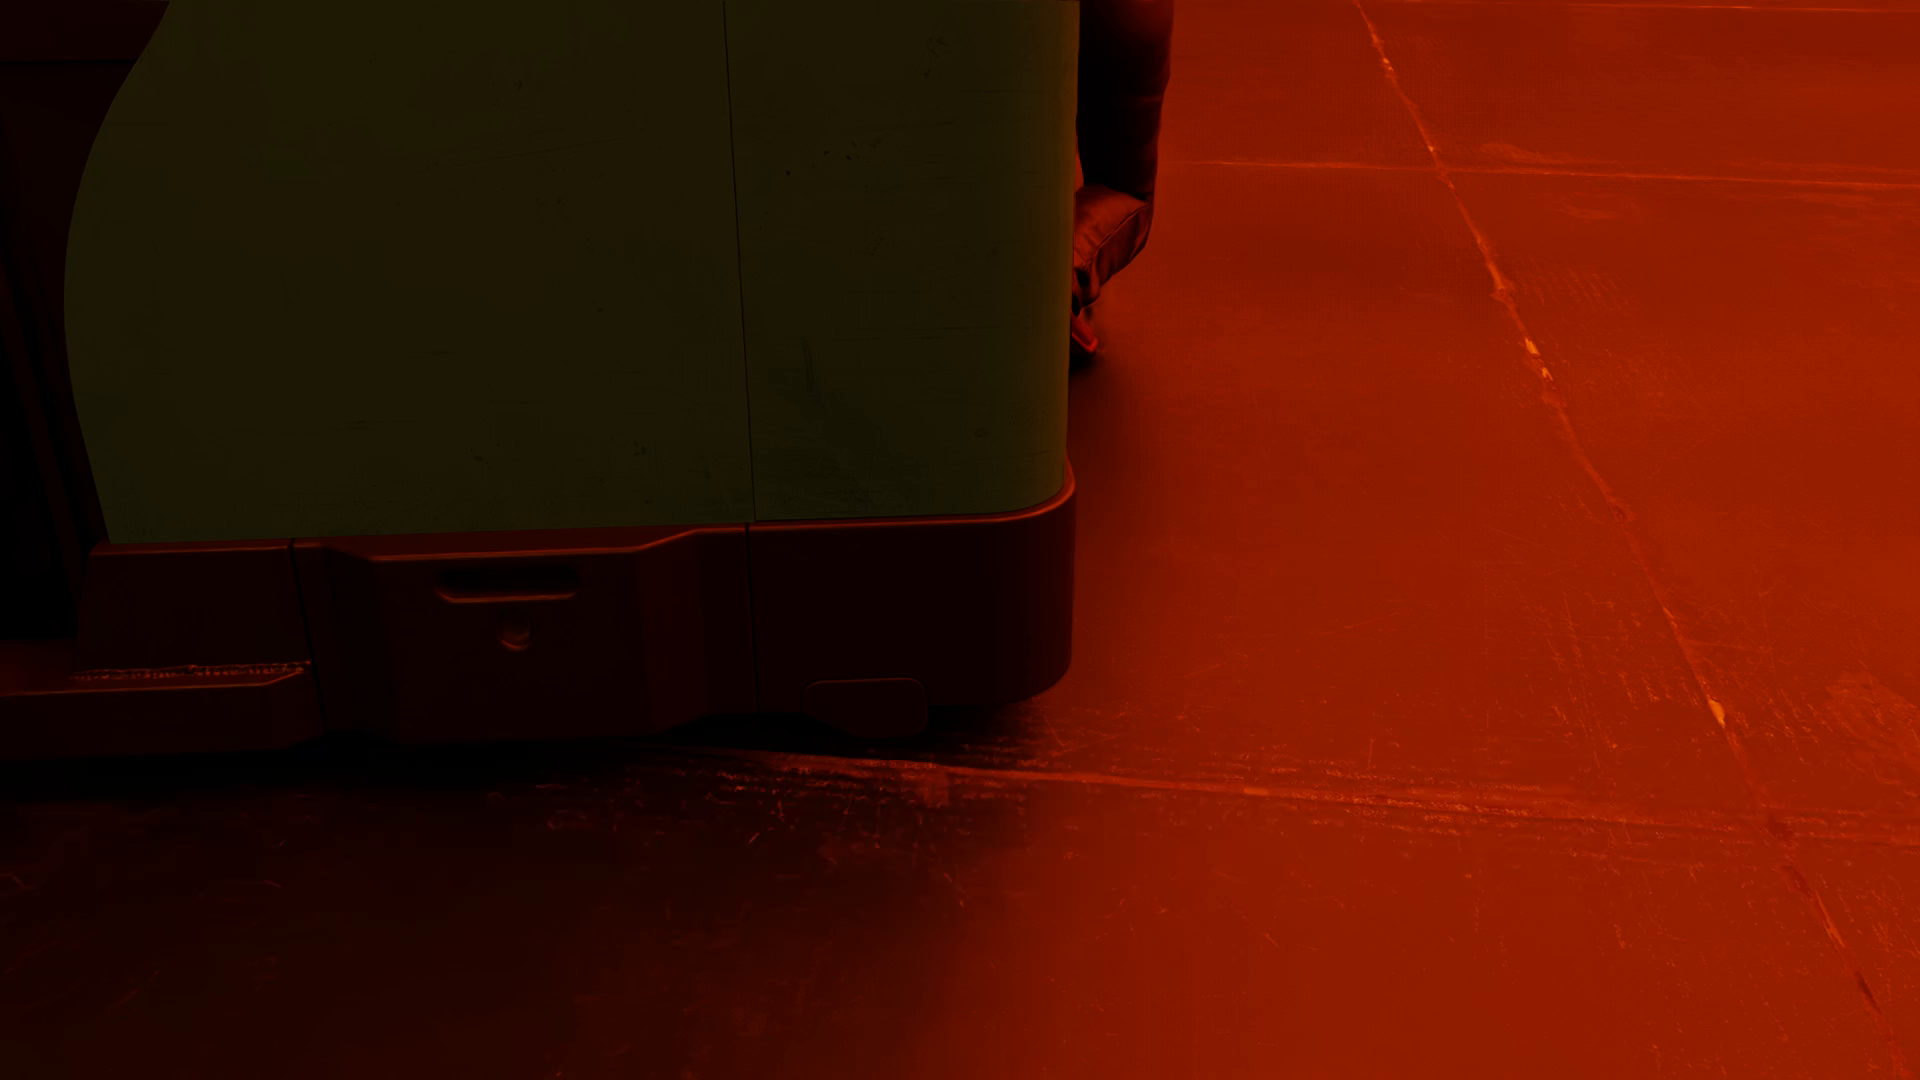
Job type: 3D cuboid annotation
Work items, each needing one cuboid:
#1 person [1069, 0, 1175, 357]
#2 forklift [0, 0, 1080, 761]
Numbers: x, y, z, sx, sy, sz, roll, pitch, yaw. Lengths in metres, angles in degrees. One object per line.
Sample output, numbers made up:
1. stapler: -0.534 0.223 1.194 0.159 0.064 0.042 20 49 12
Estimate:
1. person: -0.047 -1.070 3.131 0.913 1.366 0.923 -2 27 -5
2. forklift: -1.408 -1.239 1.700 3.031 2.935 1.130 -2 27 -4
